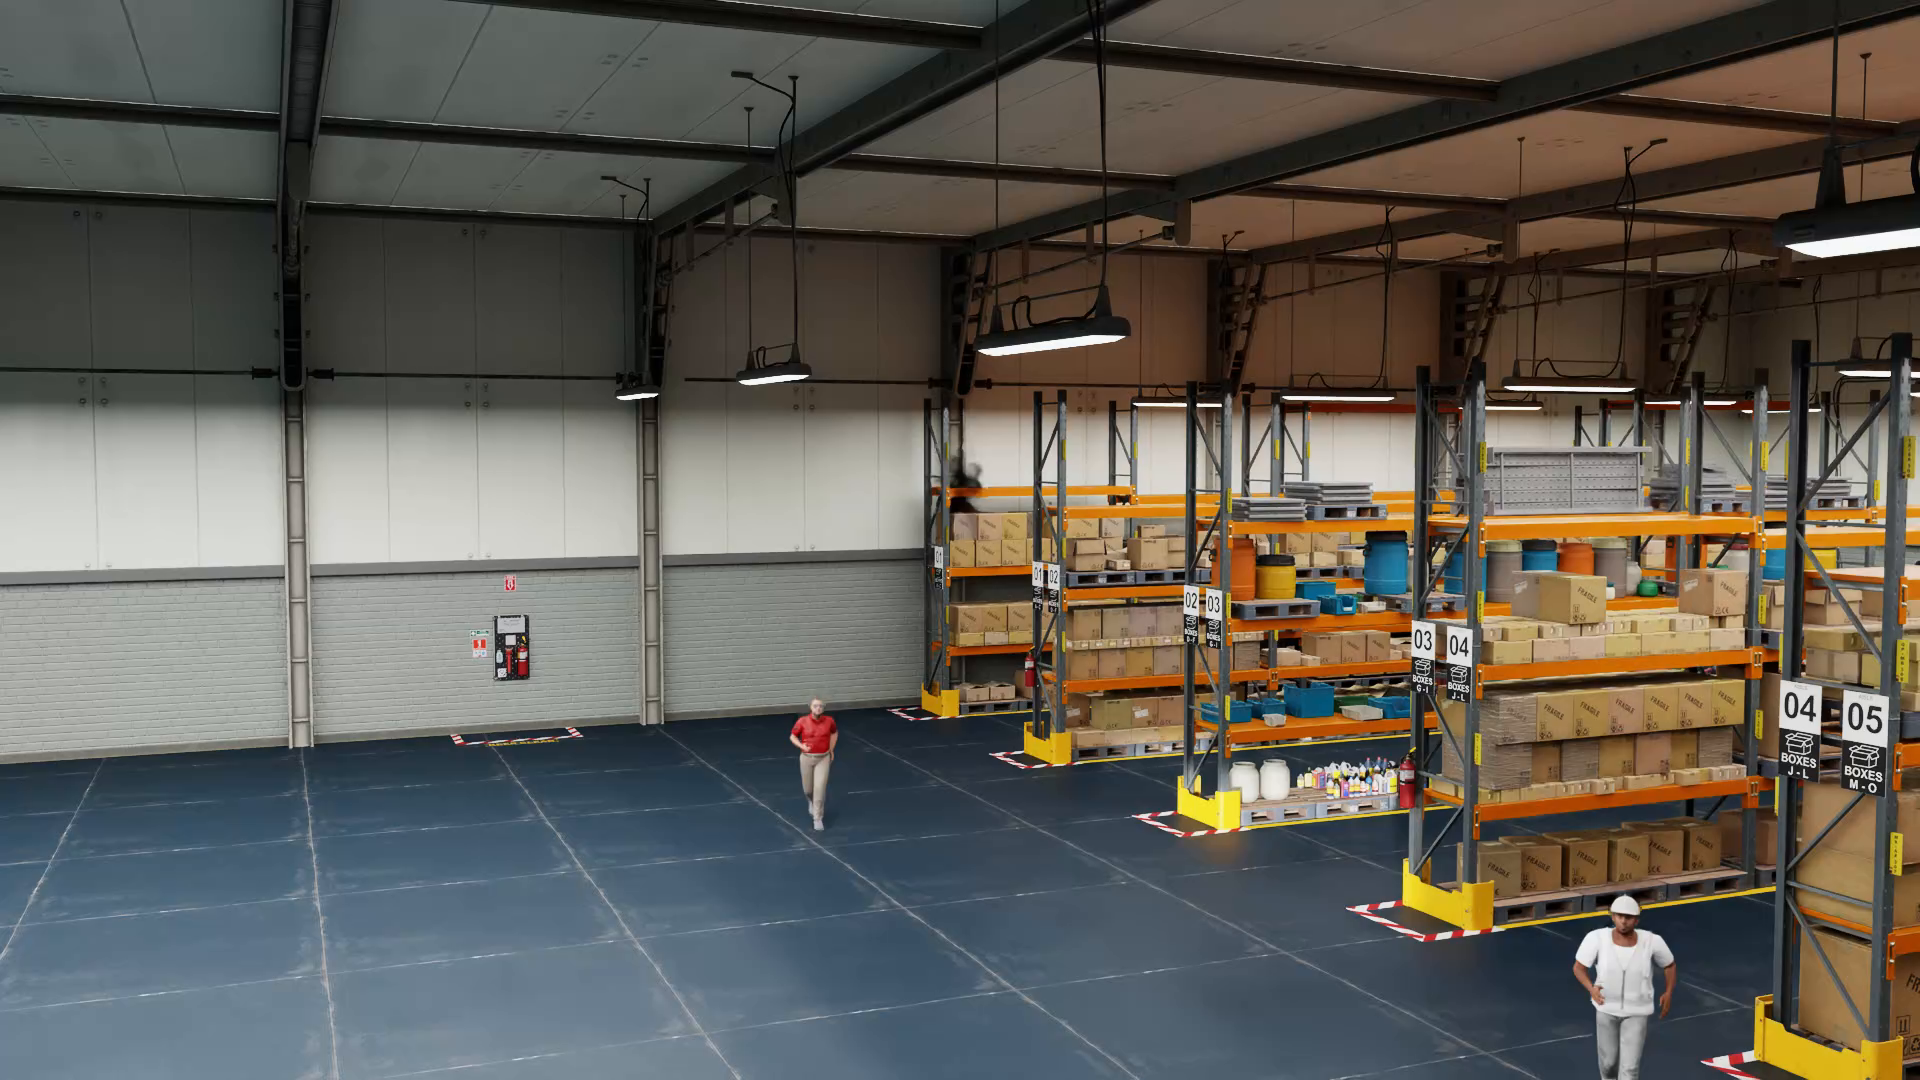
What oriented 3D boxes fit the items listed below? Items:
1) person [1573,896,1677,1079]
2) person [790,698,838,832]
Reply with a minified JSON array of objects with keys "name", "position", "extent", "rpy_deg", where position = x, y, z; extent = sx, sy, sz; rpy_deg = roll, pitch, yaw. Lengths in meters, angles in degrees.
[{"name":"person","position":[5.000,3.546,12.537],"extent":[0.724,1.775,0.837],"rpy_deg":[1,4,23]},{"name":"person","position":[-1.963,2.995,22.449],"extent":[0.652,1.736,0.859],"rpy_deg":[0,3,-7]}]
